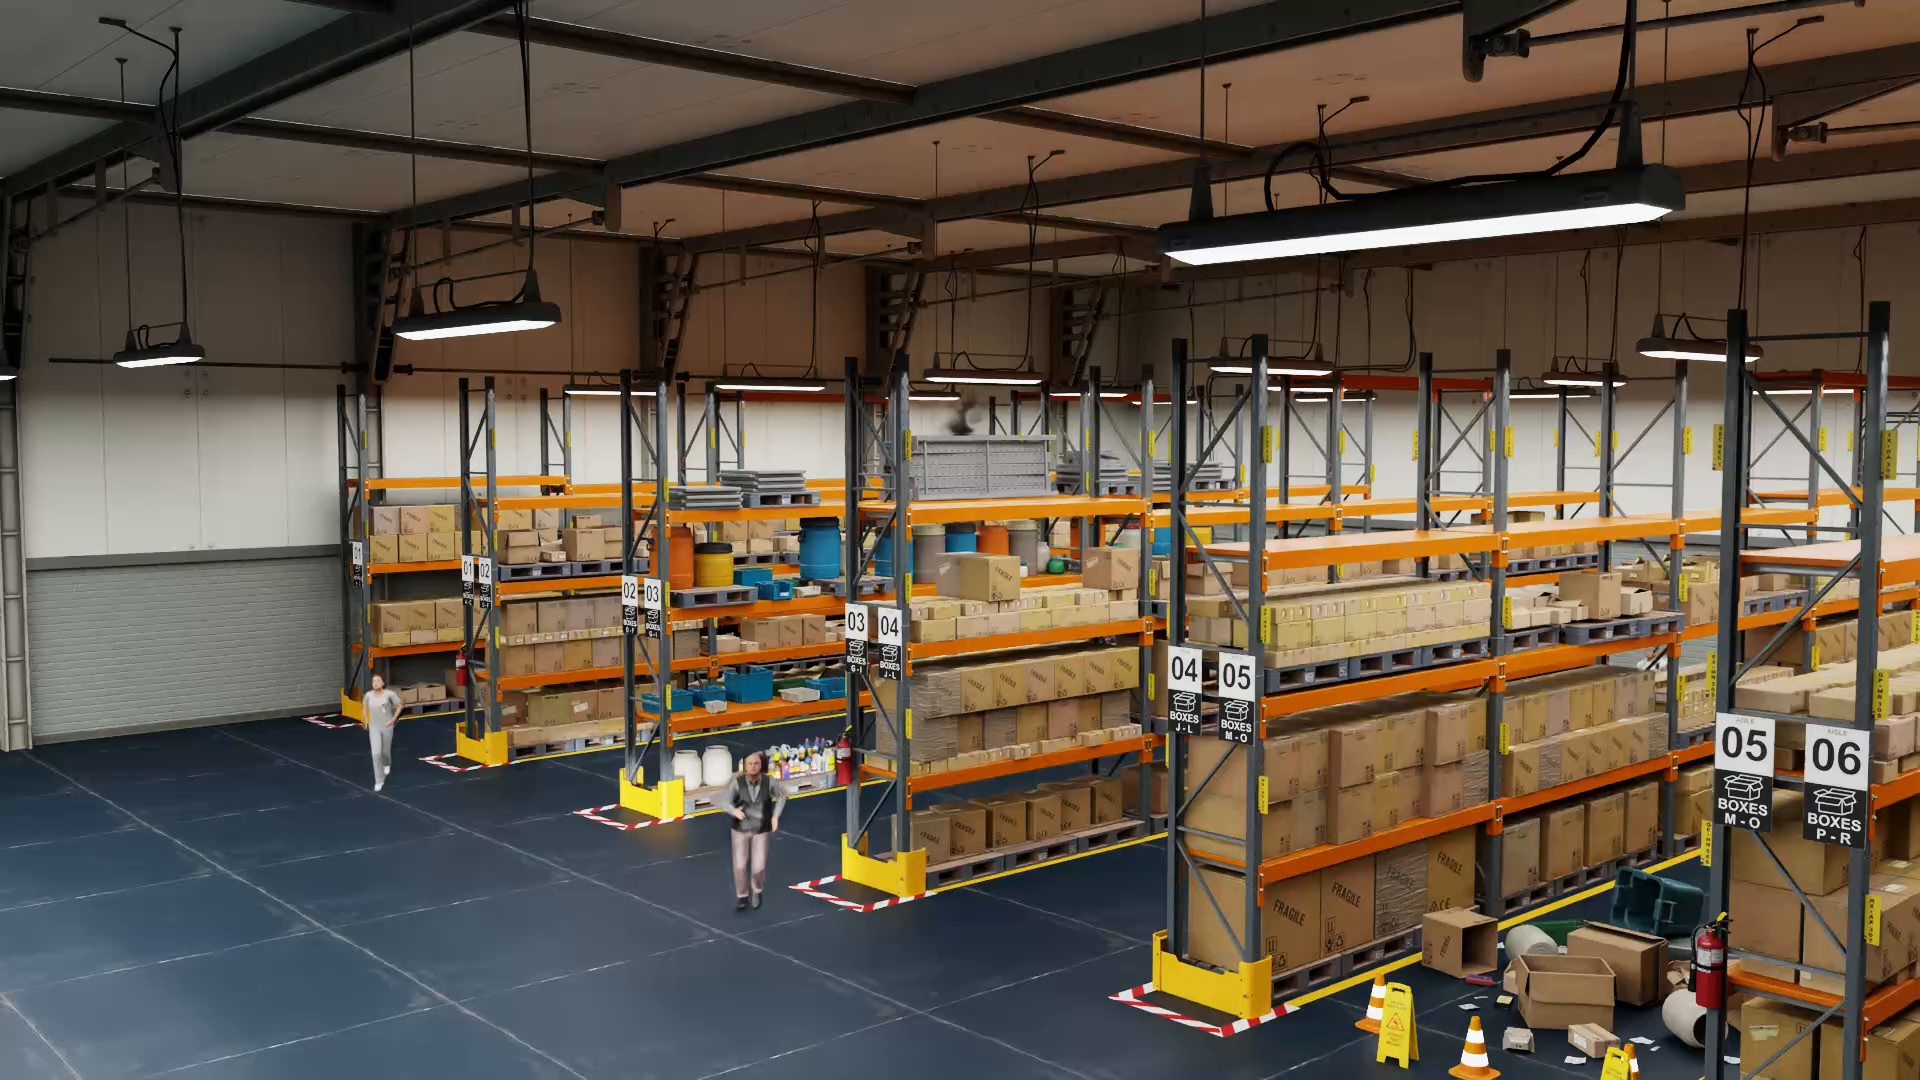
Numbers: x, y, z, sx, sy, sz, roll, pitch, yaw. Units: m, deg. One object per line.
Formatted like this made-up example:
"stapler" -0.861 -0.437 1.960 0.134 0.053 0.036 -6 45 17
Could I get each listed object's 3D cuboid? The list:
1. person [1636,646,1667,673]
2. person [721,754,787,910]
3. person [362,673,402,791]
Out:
"person" 11.512 2.541 27.613 0.648 1.696 0.831 3 5 42
"person" -2.218 3.150 17.847 0.689 1.691 0.649 0 4 -3
"person" -8.396 2.758 24.183 0.574 1.683 0.721 0 4 -7
